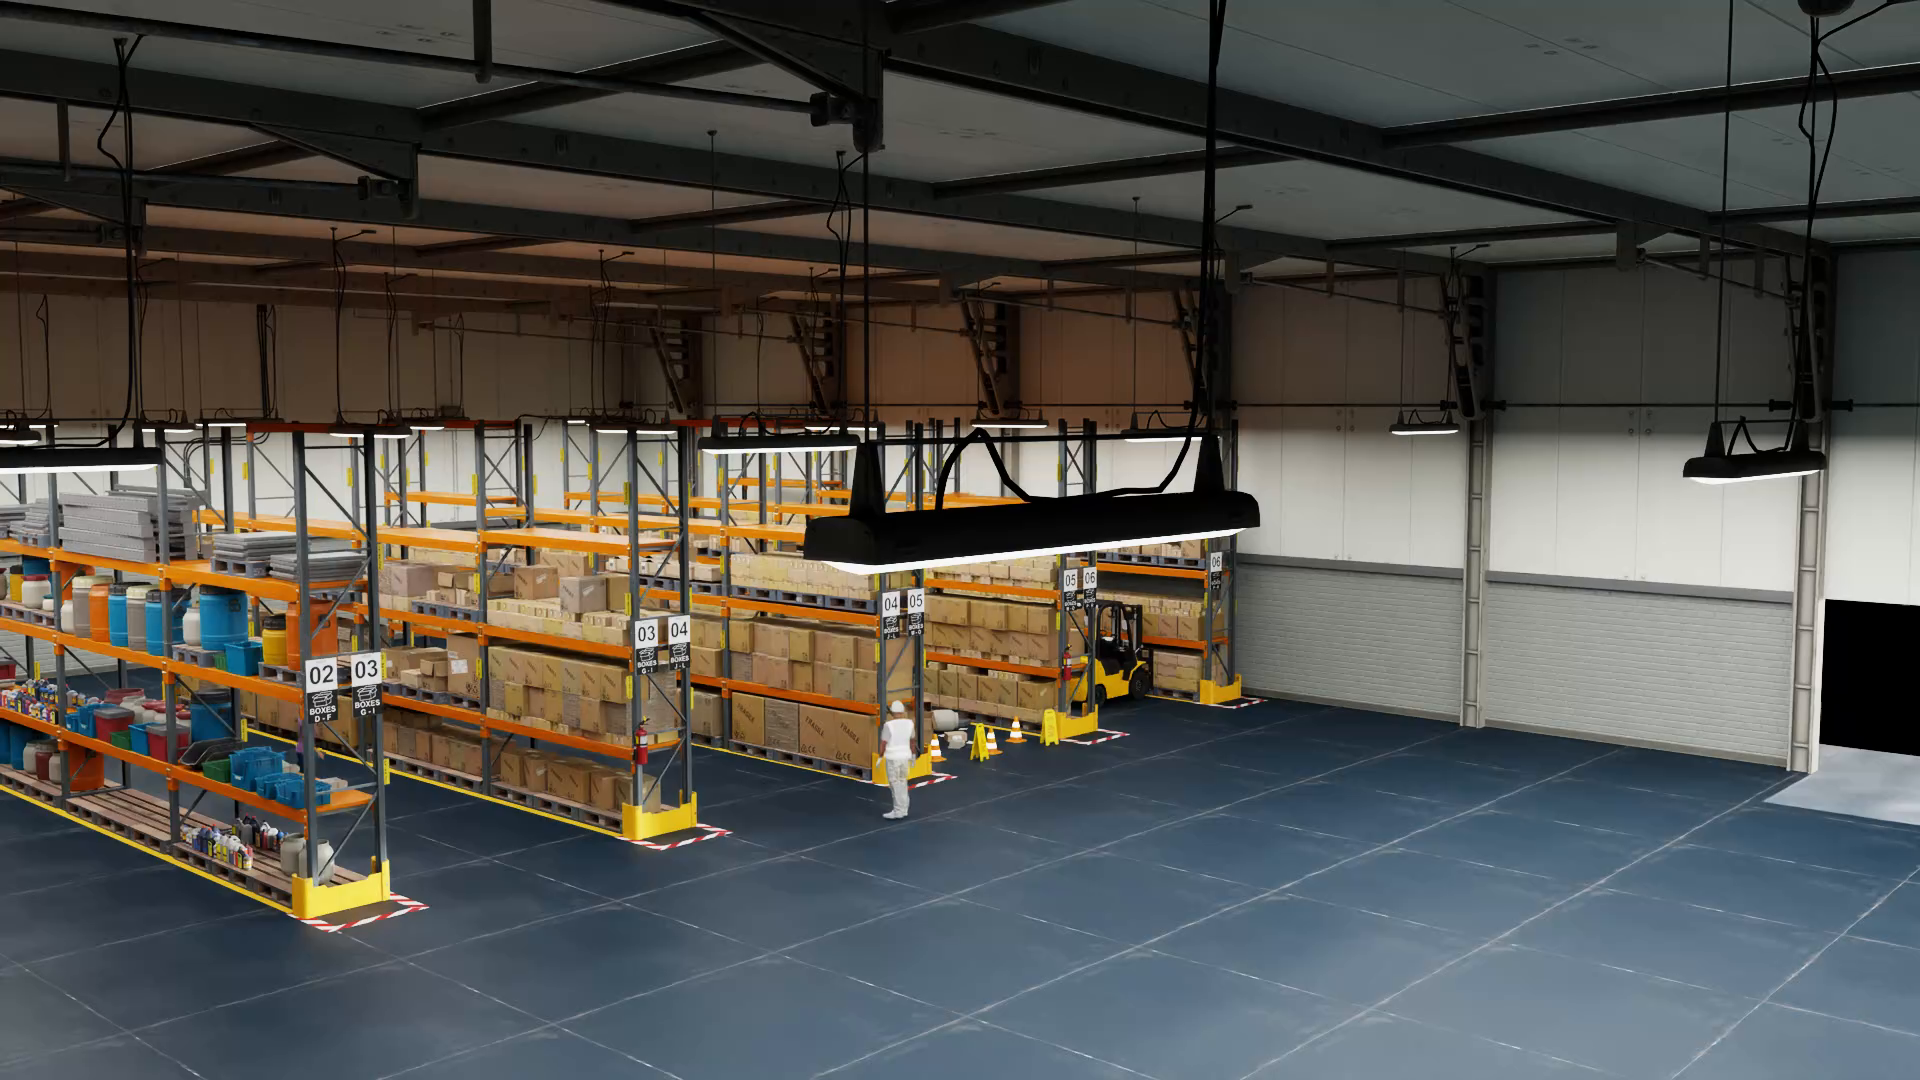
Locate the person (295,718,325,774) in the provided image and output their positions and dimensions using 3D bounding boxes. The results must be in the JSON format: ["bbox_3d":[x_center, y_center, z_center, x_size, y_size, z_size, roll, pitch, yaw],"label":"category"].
[{"bbox_3d":[-10.408,3.386,26.515,0.565,1.598,0.592,-2,5,-21],"label":"person"}]

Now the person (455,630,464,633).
[{"bbox_3d":[-10.036,2.693,33.667,0.584,1.783,0.595,4,6,38],"label":"person"}]

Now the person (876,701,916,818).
[{"bbox_3d":[-0.959,3.364,25.468,0.640,1.813,0.386,-3,6,-35],"label":"person"}]
